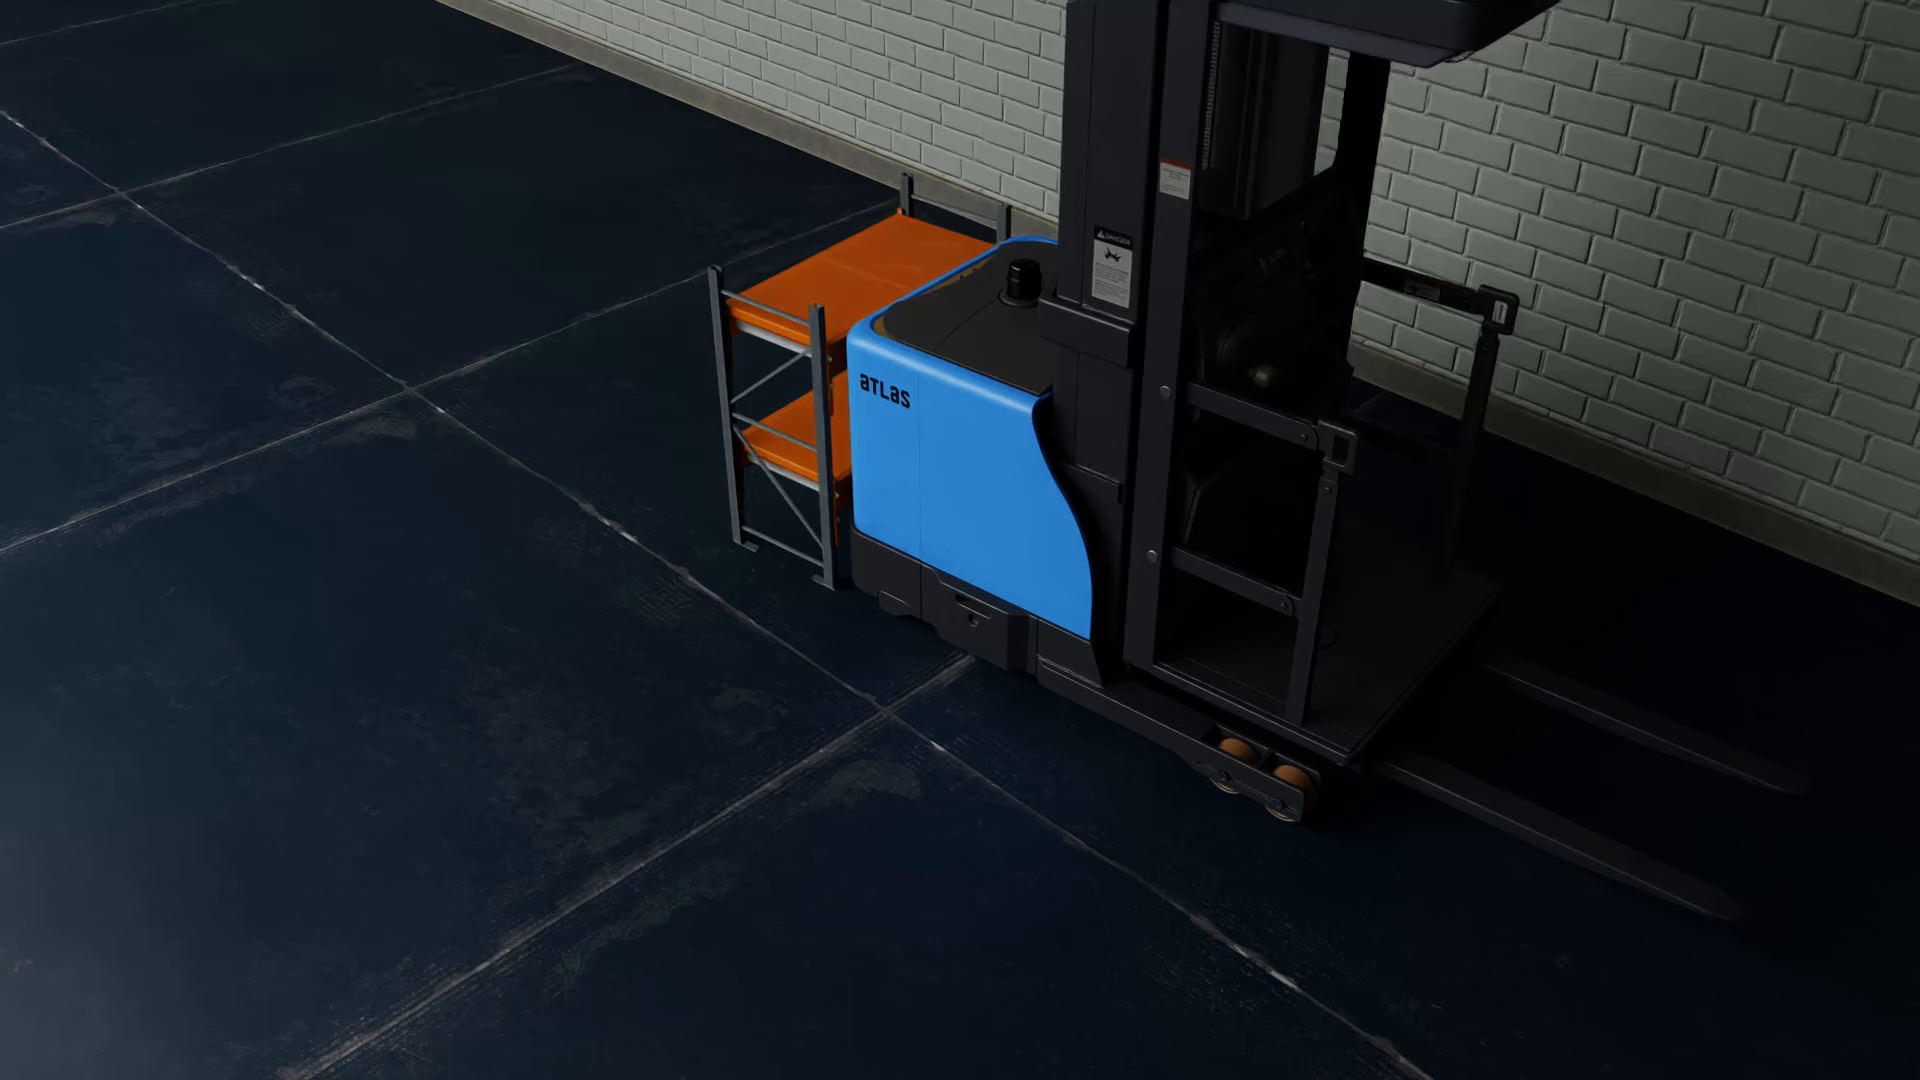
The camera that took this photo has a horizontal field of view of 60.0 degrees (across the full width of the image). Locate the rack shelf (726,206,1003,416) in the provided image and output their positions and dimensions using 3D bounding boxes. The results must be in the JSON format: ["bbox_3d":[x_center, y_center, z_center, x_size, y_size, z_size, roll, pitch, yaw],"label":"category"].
[{"bbox_3d":[-0.332,-0.844,5.965,0.538,0.278,1.000,24,41,30],"label":"rack shelf"}]

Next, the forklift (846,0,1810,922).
[{"bbox_3d":[1.083,-0.697,4.687,3.031,2.935,1.130,25,42,31],"label":"forklift"}]

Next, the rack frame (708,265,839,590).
[{"bbox_3d":[-0.644,-0.374,5.803,0.500,1.125,0.032,24,41,30],"label":"rack frame"}]

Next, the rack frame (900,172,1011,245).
[{"bbox_3d":[-0.020,-0.834,6.462,0.500,1.125,0.032,24,41,30],"label":"rack frame"}]

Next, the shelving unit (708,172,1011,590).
[{"bbox_3d":[-0.332,-0.604,6.133,0.538,1.125,1.048,24,41,30],"label":"shelving unit"}]

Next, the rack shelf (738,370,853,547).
[{"bbox_3d":[-0.332,-0.404,6.273,0.538,0.278,1.000,24,41,30],"label":"rack shelf"}]
